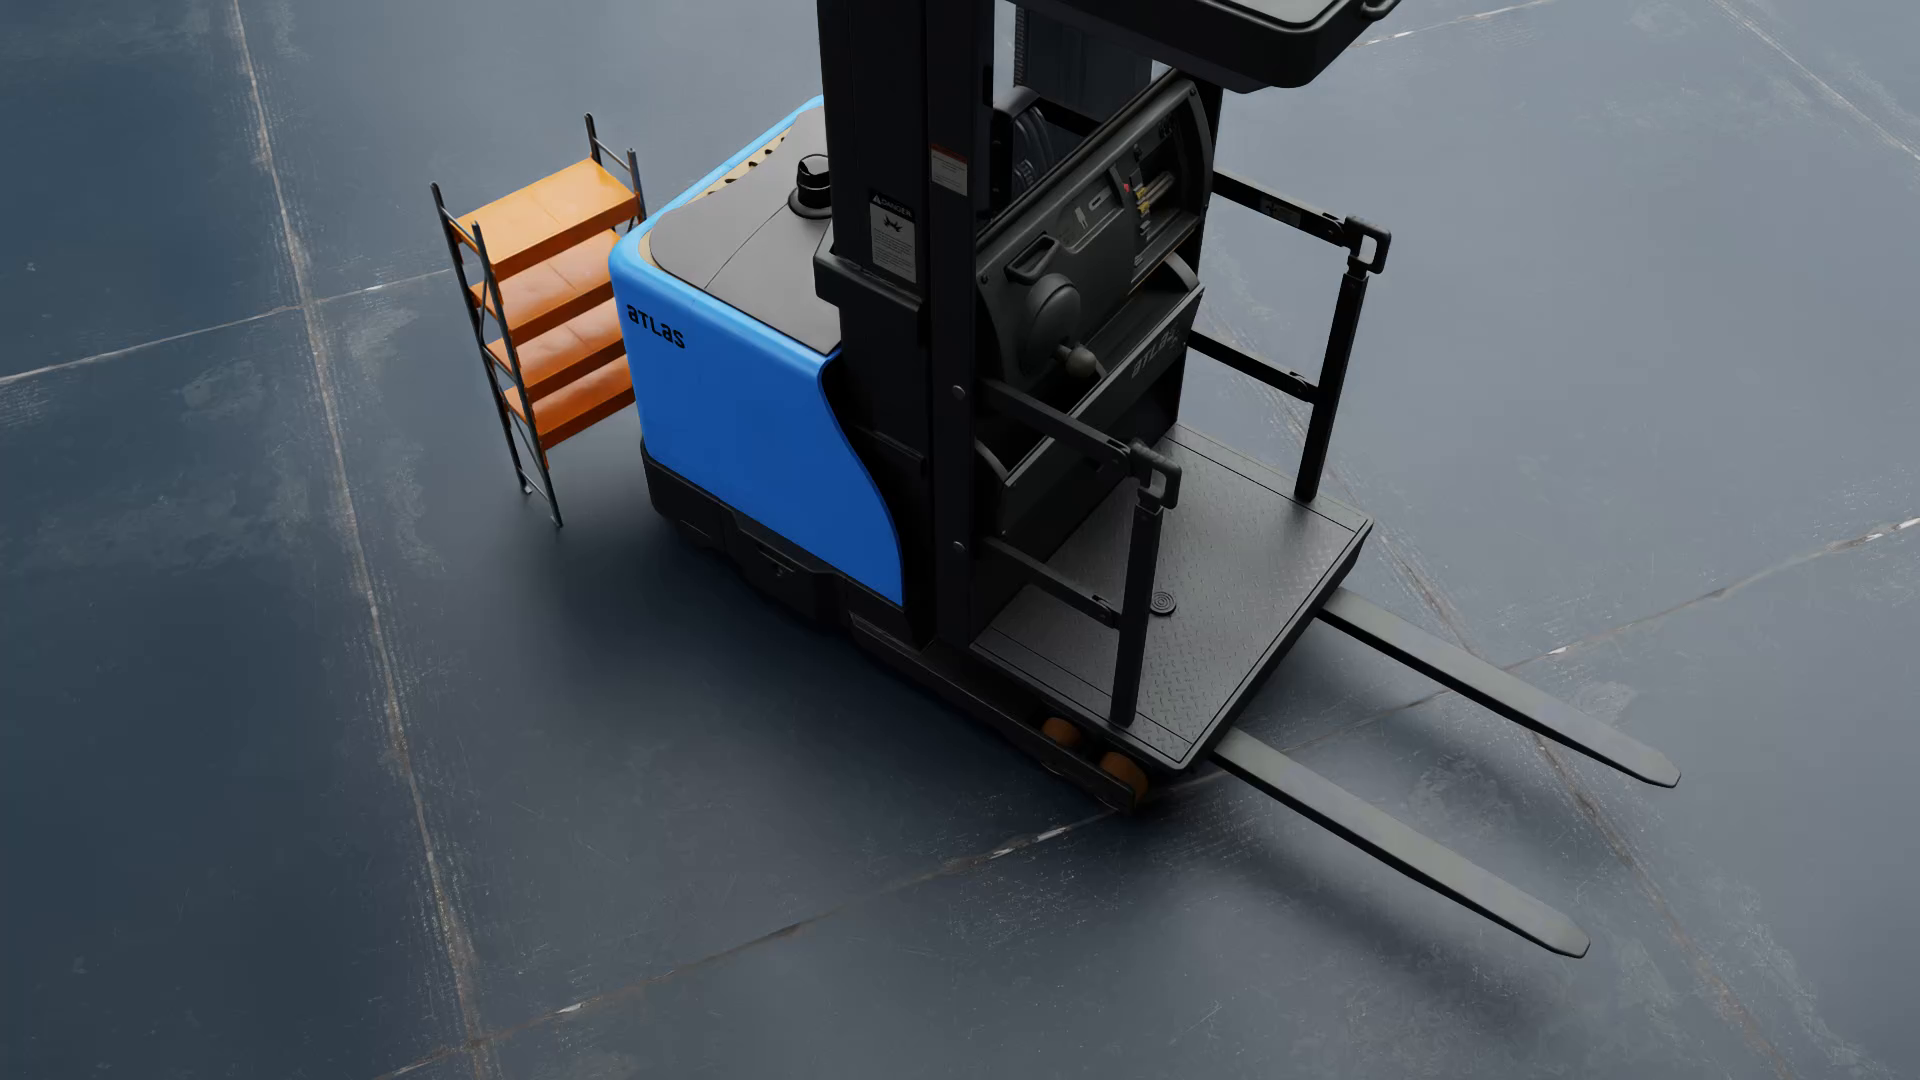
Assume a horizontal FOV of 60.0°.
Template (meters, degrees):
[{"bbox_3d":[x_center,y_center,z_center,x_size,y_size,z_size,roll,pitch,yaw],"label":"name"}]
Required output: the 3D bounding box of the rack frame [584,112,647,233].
[{"bbox_3d":[-0.978,-0.747,5.099,0.015,1.200,0.240,-33,57,-25],"label":"rack frame"}]

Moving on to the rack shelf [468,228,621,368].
[{"bbox_3d":[-1.164,-0.729,4.878,0.480,0.148,0.258,-33,57,-25],"label":"rack shelf"}]

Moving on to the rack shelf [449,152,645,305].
[{"bbox_3d":[-1.165,-0.884,4.699,0.480,0.148,0.258,-33,57,-25],"label":"rack shelf"}]

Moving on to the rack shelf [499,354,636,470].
[{"bbox_3d":[-1.162,-0.452,5.196,0.480,0.148,0.258,-33,57,-25],"label":"rack shelf"}]

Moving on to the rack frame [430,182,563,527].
[{"bbox_3d":[-1.348,-0.506,4.892,0.015,1.200,0.240,-33,57,-25],"label":"rack frame"}]

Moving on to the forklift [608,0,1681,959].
[{"bbox_3d":[0.506,-0.670,3.894,3.031,2.935,1.130,29,55,23],"label":"forklift"}]

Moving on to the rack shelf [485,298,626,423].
[{"bbox_3d":[-1.163,-0.582,5.046,0.480,0.148,0.258,-33,57,-25],"label":"rack shelf"}]

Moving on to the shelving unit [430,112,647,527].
[{"bbox_3d":[-1.163,-0.626,4.996,0.503,1.200,0.258,-33,57,-25],"label":"shelving unit"}]
